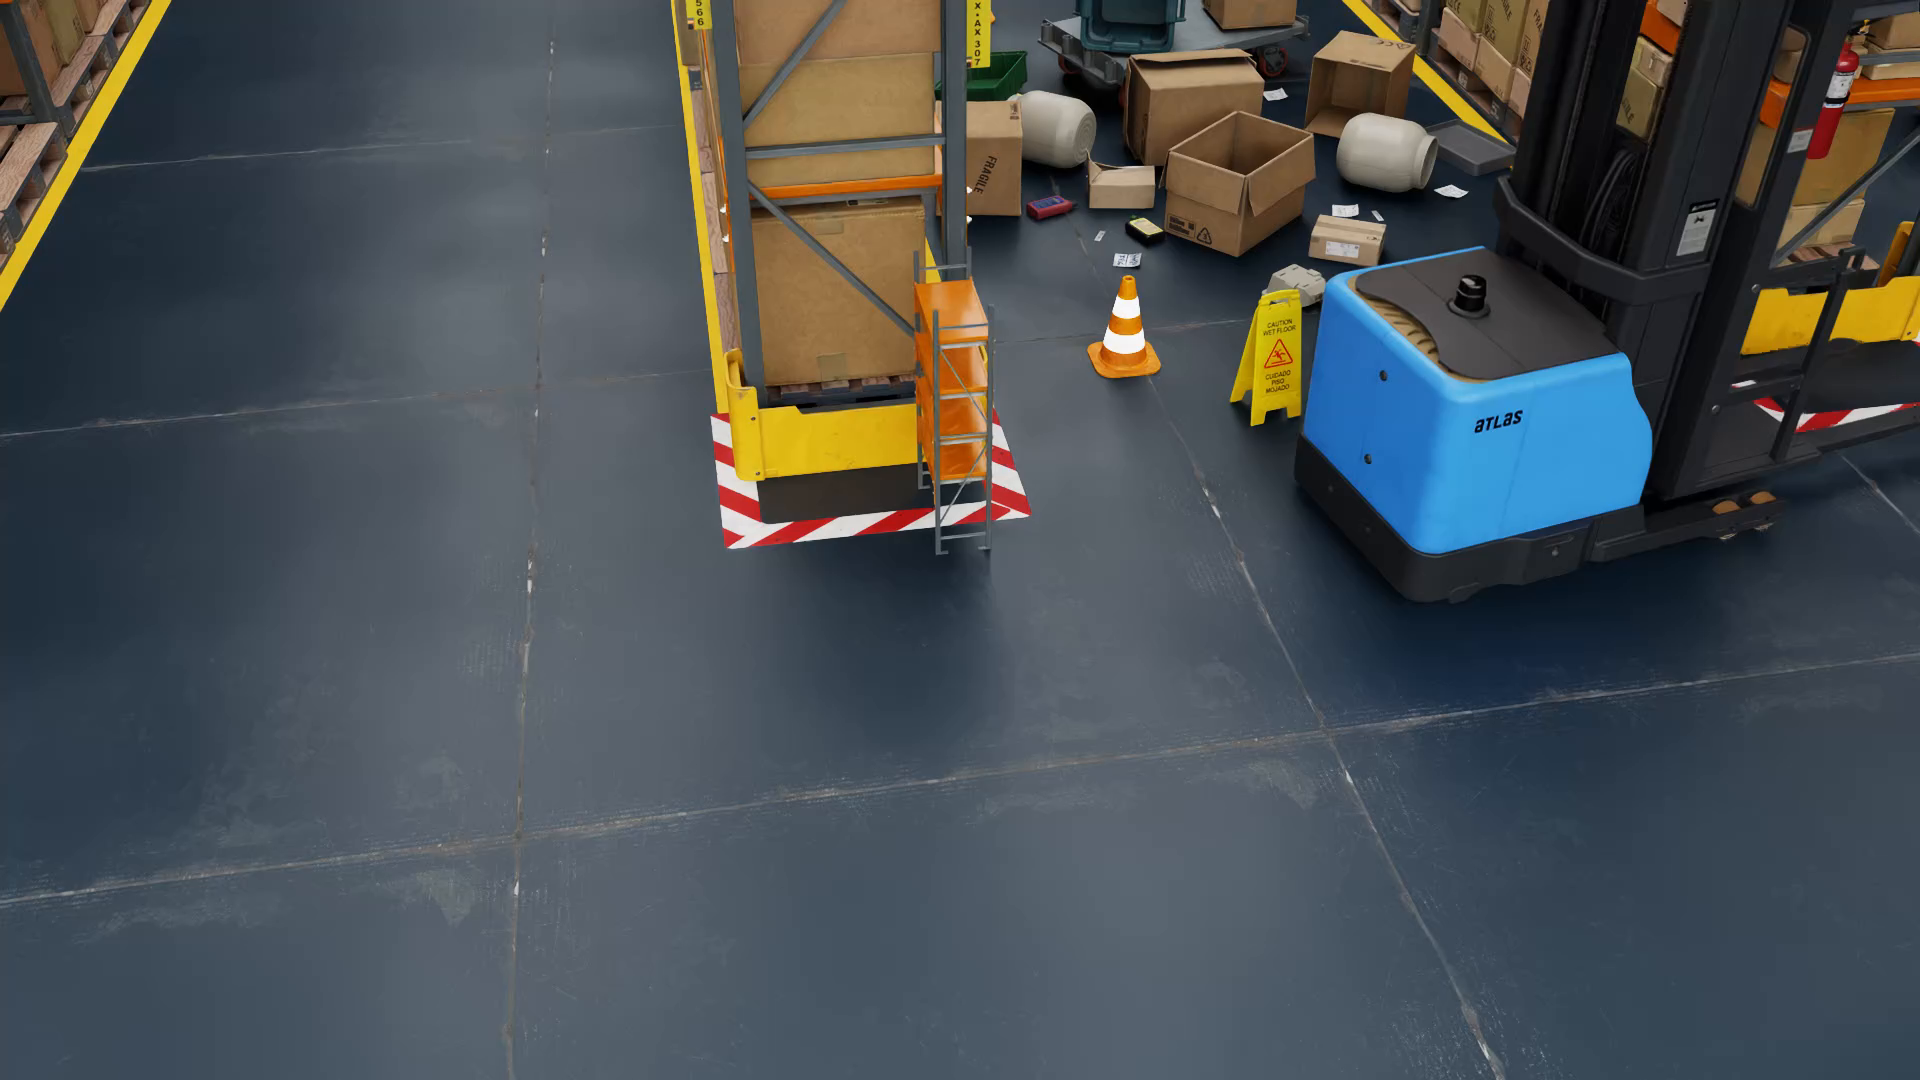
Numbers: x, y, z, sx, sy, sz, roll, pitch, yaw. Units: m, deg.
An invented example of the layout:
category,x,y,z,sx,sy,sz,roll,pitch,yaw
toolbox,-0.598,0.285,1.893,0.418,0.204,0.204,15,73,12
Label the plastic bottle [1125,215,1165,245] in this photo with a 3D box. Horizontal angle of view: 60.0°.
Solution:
category,x,y,z,sx,sy,sz,roll,pitch,yaw
plastic bottle,1.036,-1.775,9.485,0.133,0.061,0.283,-20,42,-23

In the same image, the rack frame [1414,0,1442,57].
category,x,y,z,sx,sy,sz,roll,pitch,yaw
rack frame,3.679,-4.637,10.773,1.000,3.000,0.127,-6,38,-8

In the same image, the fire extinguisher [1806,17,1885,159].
category,x,y,z,sx,sy,sz,roll,pitch,yaw
fire extinguisher,3.947,-2.071,7.534,0.296,0.674,0.183,-6,38,-8

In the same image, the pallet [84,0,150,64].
category,x,y,z,sx,sy,sz,roll,pitch,yaw
pallet,-6.432,-3.678,11.812,1.003,0.211,1.213,-6,38,-8

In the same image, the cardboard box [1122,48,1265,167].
category,x,y,z,sx,sy,sz,roll,pitch,yaw
cardboard box,1.408,-2.641,10.129,0.797,0.637,0.503,-6,38,-8

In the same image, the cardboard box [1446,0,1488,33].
category,x,y,z,sx,sy,sz,roll,pitch,yaw
cardboard box,3.517,-3.627,10.762,0.500,0.500,0.500,-5,38,-6

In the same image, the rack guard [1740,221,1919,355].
category,x,y,z,sx,sy,sz,roll,pitch,yaw
rack guard,4.367,-1.279,8.489,1.175,0.500,0.348,-6,38,-8

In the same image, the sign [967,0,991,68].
category,x,y,z,sx,sy,sz,roll,pitch,yaw
sign,0.072,-2.056,6.682,0.100,0.325,0.005,-6,38,-8

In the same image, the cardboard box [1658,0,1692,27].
category,x,y,z,sx,sy,sz,roll,pitch,yaw
cardboard box,3.852,-2.775,8.581,0.380,0.149,0.250,-6,38,-7

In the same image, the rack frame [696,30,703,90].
category,x,y,z,sx,sy,sz,roll,pitch,yaw
rack frame,-1.176,-4.043,10.009,1.000,3.000,0.127,-6,38,-8

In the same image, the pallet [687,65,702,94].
category,x,y,z,sx,sy,sz,roll,pitch,yaw
pallet,-1.386,-3.400,11.454,1.003,0.211,1.213,-6,38,-8

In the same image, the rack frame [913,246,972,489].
category,x,y,z,sx,sy,sz,roll,pitch,yaw
rack frame,-0.072,-0.721,7.200,0.240,1.200,0.015,-6,38,-8

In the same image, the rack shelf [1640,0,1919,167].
category,x,y,z,sx,sy,sz,roll,pitch,yaw
rack shelf,4.030,-3.144,9.439,1.077,0.370,4.000,-6,38,-8

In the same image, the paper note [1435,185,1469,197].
category,x,y,z,sx,sy,sz,roll,pitch,yaw
paper note,2.928,-2.080,9.902,0.142,0.019,0.148,-20,42,-23

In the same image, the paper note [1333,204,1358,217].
category,x,y,z,sx,sy,sz,roll,pitch,yaw
paper note,2.254,-1.930,9.718,0.148,0.019,0.142,6,38,8

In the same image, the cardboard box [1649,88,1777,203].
category,x,y,z,sx,sy,sz,roll,pitch,yaw
cardboard box,3.983,-2.053,8.735,0.500,0.500,0.500,-6,38,-8

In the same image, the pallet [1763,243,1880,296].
category,x,y,z,sx,sy,sz,roll,pitch,yaw
pallet,4.260,-1.660,9.214,1.003,0.211,1.213,-6,38,-8

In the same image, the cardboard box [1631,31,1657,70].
category,x,y,z,sx,sy,sz,roll,pitch,yaw
cardboard box,3.812,-2.675,9.008,0.380,0.149,0.250,-6,38,-7

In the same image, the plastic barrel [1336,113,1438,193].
category,x,y,z,sx,sy,sz,roll,pitch,yaw
plastic barrel,2.528,-2.288,9.850,0.512,0.421,0.421,19,42,23

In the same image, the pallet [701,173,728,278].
category,x,y,z,sx,sy,sz,roll,pitch,yaw
pallet,-0.903,-1.736,9.312,1.003,0.211,1.213,-6,38,-8

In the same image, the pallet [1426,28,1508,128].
category,x,y,z,sx,sy,sz,roll,pitch,yaw
pallet,3.832,-3.134,11.111,1.003,0.211,1.213,-6,38,-8

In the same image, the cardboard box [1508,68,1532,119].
category,x,y,z,sx,sy,sz,roll,pitch,yaw
cardboard box,3.717,-2.690,10.166,0.500,0.250,0.500,-7,38,-9

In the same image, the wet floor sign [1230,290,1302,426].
category,x,y,z,sx,sy,sz,roll,pitch,yaw
wet floor sign,1.479,-0.893,7.873,0.267,0.644,0.232,-13,40,-16

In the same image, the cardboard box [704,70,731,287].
category,x,y,z,sx,sy,sz,roll,pitch,yaw
cardboard box,-0.815,-1.888,8.624,0.875,0.875,0.875,-7,38,-9

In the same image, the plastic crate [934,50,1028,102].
category,x,y,z,sx,sy,sz,roll,pitch,yaw
plastic crate,0.144,-2.991,10.901,0.450,0.188,0.662,4,37,22

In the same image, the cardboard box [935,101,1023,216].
category,x,y,z,sx,sy,sz,roll,pitch,yaw
cardboard box,0.106,-2.230,9.711,0.500,0.500,0.500,0,38,0

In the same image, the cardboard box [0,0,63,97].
category,x,y,z,sx,sy,sz,roll,pitch,yaw
cardboard box,-6.164,-3.130,10.513,0.700,0.500,0.500,-9,39,-11

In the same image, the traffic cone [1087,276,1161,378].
category,x,y,z,sx,sy,sz,roll,pitch,yaw
traffic cone,0.830,-1.099,8.287,0.336,0.463,0.334,-6,38,-8

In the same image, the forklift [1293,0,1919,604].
category,x,y,z,sx,sy,sz,roll,pitch,yaw
forklift,3.076,-1.453,6.731,3.031,2.935,1.130,-13,40,-16

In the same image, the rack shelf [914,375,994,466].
category,x,y,z,sx,sy,sz,roll,pitch,yaw
rack shelf,-0.029,-0.521,7.052,0.258,0.148,0.480,-6,38,-8

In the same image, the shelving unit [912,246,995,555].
category,x,y,z,sx,sy,sz,roll,pitch,yaw
shelving unit,-0.029,-0.574,7.011,0.258,1.200,0.503,-6,38,-8

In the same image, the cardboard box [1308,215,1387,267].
category,x,y,z,sx,sy,sz,roll,pitch,yaw
cardboard box,2.162,-1.669,9.277,0.380,0.149,0.250,13,40,16

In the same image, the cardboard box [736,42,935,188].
category,x,y,z,sx,sy,sz,roll,pitch,yaw
cardboard box,-0.585,-1.906,7.136,0.875,0.550,0.550,-6,38,-8

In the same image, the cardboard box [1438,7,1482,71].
category,x,y,z,sx,sy,sz,roll,pitch,yaw
cardboard box,3.517,-3.331,10.992,0.500,0.250,0.500,-8,39,-10

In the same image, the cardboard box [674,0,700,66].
category,x,y,z,sx,sy,sz,roll,pitch,yaw
cardboard box,-1.374,-3.686,11.041,1.050,0.750,0.750,-6,38,-8

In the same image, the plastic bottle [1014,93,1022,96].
category,x,y,z,sx,sy,sz,roll,pitch,yaw
plastic bottle,0.358,-2.878,10.905,0.133,0.061,0.283,-27,45,-31

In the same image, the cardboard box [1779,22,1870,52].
category,x,y,z,sx,sy,sz,roll,pitch,yaw
cardboard box,4.014,-2.676,7.925,0.500,0.500,0.500,-7,38,-9

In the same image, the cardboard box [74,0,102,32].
category,x,y,z,sx,sy,sz,roll,pitch,yaw
cardboard box,-6.327,-3.758,11.322,0.700,0.500,0.500,-9,39,-12

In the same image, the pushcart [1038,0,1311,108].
category,x,y,z,sx,sy,sz,roll,pitch,yaw
pushcart,1.443,-3.326,11.223,1.648,0.377,0.936,-20,42,-23

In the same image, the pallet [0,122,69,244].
category,x,y,z,sx,sy,sz,roll,pitch,yaw
pallet,-5.925,-2.068,9.739,1.003,0.211,1.213,-6,38,-8

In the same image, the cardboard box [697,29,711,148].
category,x,y,z,sx,sy,sz,roll,pitch,yaw
cardboard box,-1.135,-2.983,10.034,0.875,0.875,0.875,-6,38,-7

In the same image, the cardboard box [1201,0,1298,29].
category,x,y,z,sx,sy,sz,roll,pitch,yaw
cardboard box,1.932,-3.739,11.038,0.500,0.500,0.500,-6,38,-8

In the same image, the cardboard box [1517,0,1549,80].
category,x,y,z,sx,sy,sz,roll,pitch,yaw
cardboard box,3.712,-2.992,9.944,0.500,0.500,0.500,-4,38,-6

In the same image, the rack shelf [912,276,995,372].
category,x,y,z,sx,sy,sz,roll,pitch,yaw
rack shelf,-0.029,-0.884,6.770,0.258,0.148,0.480,-6,38,-8

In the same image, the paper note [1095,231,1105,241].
category,x,y,z,sx,sy,sz,roll,pitch,yaw
paper note,0.797,-1.733,9.472,0.032,0.001,0.123,13,40,16

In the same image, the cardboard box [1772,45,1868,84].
category,x,y,z,sx,sy,sz,roll,pitch,yaw
cardboard box,4.104,-2.324,8.002,0.380,0.149,0.250,-5,38,-6
